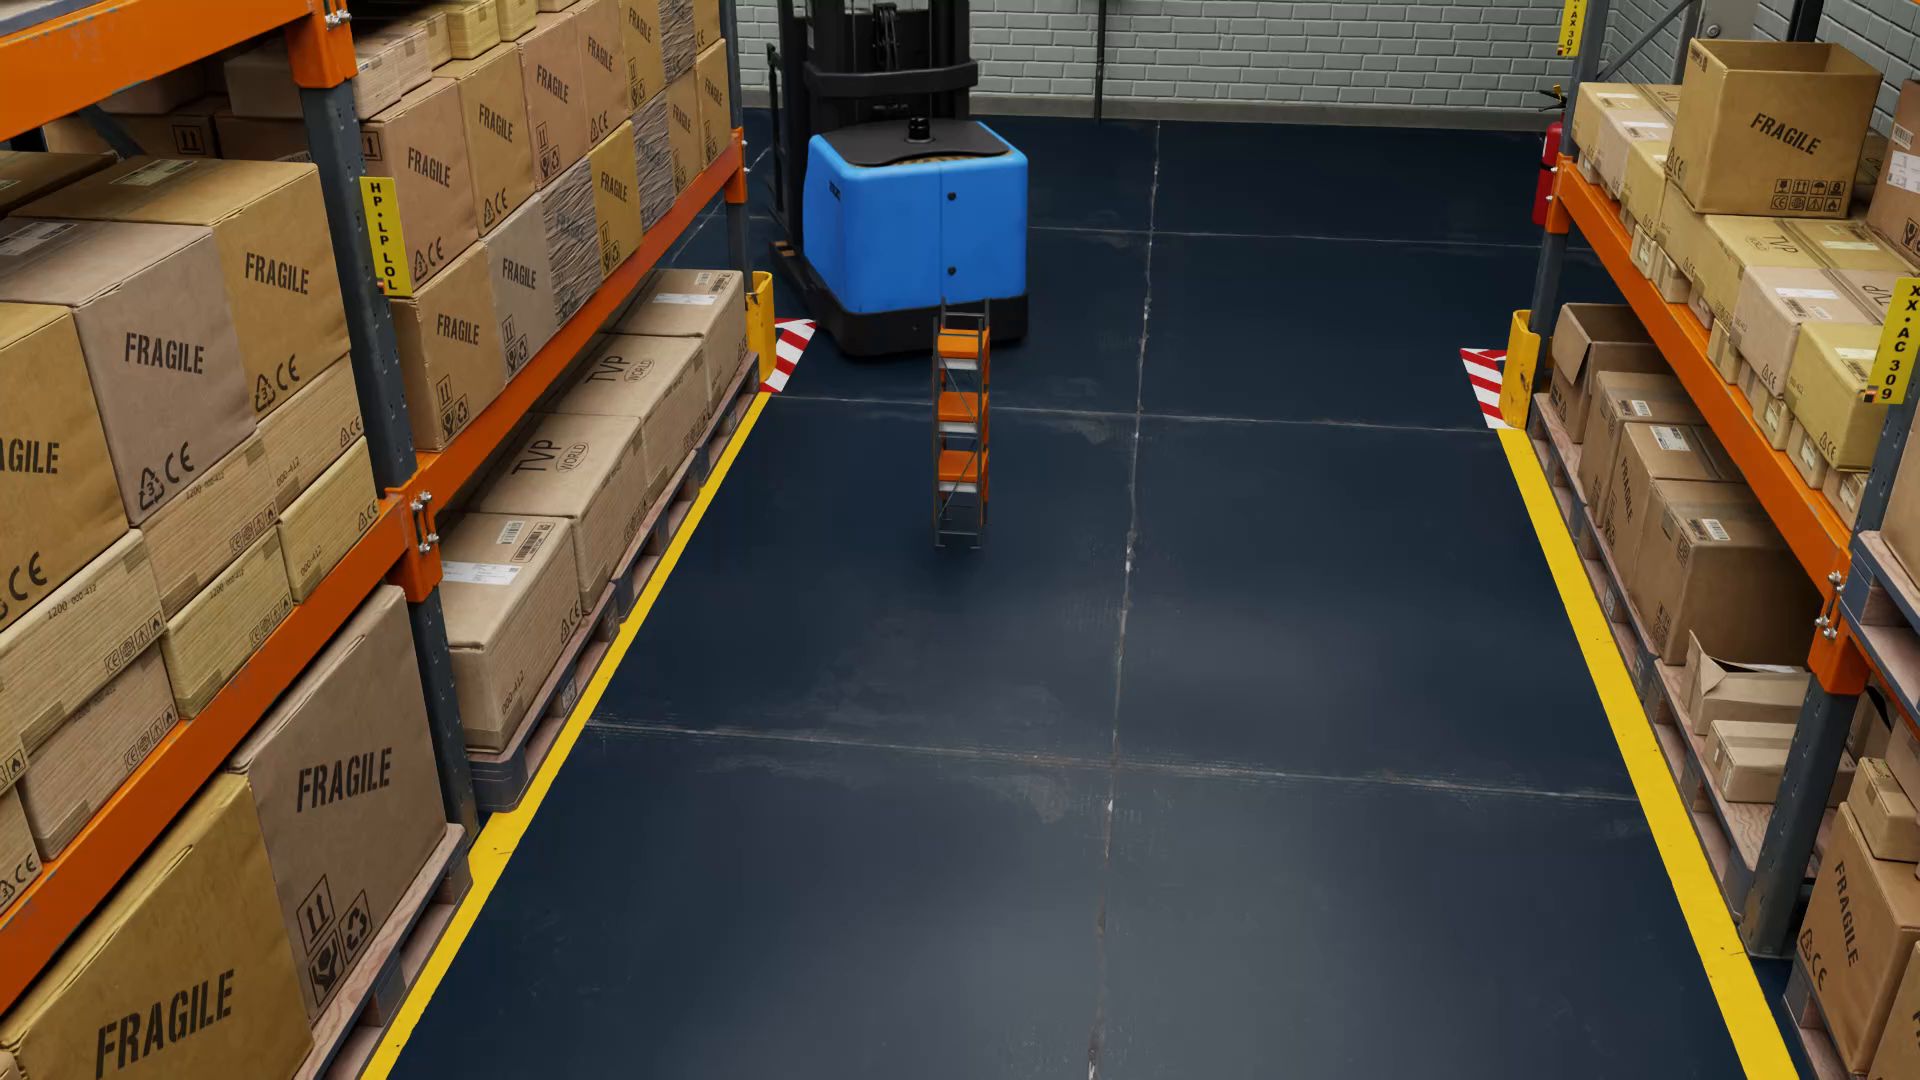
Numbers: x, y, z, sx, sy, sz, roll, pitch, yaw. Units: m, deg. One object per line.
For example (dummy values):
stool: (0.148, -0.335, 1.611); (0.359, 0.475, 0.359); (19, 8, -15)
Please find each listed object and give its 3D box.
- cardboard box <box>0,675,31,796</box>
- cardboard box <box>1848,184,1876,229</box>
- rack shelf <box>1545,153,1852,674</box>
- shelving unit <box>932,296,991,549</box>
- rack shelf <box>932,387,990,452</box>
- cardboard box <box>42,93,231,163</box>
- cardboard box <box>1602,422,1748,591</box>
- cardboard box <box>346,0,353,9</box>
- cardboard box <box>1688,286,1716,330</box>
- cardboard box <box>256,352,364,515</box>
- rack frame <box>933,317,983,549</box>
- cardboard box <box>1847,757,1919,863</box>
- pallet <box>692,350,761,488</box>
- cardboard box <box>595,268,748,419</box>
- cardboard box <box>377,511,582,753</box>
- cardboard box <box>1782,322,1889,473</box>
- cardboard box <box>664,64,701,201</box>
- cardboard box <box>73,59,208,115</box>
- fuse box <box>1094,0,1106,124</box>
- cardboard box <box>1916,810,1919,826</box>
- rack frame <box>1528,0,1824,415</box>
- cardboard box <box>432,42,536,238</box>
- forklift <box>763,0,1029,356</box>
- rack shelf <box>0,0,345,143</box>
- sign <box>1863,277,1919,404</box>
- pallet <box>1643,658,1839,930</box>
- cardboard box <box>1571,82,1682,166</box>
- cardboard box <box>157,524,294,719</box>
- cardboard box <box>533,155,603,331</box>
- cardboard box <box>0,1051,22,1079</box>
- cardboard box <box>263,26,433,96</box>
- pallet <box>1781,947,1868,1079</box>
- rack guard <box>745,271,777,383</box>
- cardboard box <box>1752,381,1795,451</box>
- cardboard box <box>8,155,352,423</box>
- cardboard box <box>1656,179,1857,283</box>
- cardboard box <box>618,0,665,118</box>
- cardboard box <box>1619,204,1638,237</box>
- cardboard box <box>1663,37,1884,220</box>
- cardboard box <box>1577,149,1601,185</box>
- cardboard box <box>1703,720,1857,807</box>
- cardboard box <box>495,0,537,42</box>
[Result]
cardboard box: (-2.050, 0.426, 2.927); (0.500, 0.250, 0.500); (4, 29, 7)
cardboard box: (3.350, -1.071, 5.919); (0.500, 0.250, 0.500); (3, 28, 6)
rack shelf: (3.092, -0.701, 6.147); (1.077, 0.370, 4.000); (3, 28, 6)
shelving unit: (0.007, -0.487, 7.048); (0.215, 1.050, 0.252); (3, 28, 6)
rack shelf: (0.007, -0.478, 7.053); (0.215, 0.259, 0.240); (3, 28, 6)
cardboard box: (-2.296, -1.085, 4.943); (0.500, 0.500, 0.500); (3, 28, 6)
cardboard box: (2.860, -0.118, 6.499); (0.500, 0.500, 0.500); (4, 29, 7)
cardboard box: (-2.165, -1.651, 5.309); (0.380, 0.149, 0.250); (3, 28, 6)
cardboard box: (2.842, -0.856, 5.941); (0.380, 0.149, 0.250); (3, 28, 6)
cardboard box: (-1.893, -0.296, 4.267); (0.500, 0.250, 0.500); (3, 28, 6)
rack frame: (-0.008, -0.430, 6.941); (0.200, 1.050, 0.008); (3, 28, 6)
cardboard box: (2.539, 0.707, 4.284); (0.380, 0.149, 0.250); (5, 29, 9)
pallet: (-1.610, -0.637, 8.211); (1.003, 0.211, 1.213); (3, 28, 6)
cardboard box: (-1.572, -0.986, 8.177); (0.875, 0.438, 0.875); (2, 28, 4)
cardboard box: (-1.897, 0.291, 5.806); (0.875, 0.438, 0.875); (3, 28, 5)
cardboard box: (2.667, -0.395, 4.665); (0.500, 0.250, 0.500); (4, 29, 7)
cardboard box: (-1.463, -1.812, 7.346); (0.500, 0.500, 0.500); (3, 28, 5)
cardboard box: (-2.358, -1.296, 4.650); (0.380, 0.149, 0.250); (3, 28, 5)
fuse box: (1.145, -4.144, 13.137); (0.539, 1.711, 0.414); (3, 28, 6)
cardboard box: (2.554, 0.701, 3.981); (0.380, 0.149, 0.250); (2, 28, 4)
rack frame: (3.337, -1.959, 7.724); (1.000, 3.000, 0.127); (3, 28, 6)
cardboard box: (-1.713, -1.295, 5.331); (0.500, 0.500, 0.500); (3, 28, 6)
forklift: (-0.560, -2.960, 9.654); (1.130, 2.935, 3.031); (-9, 30, -16)
rack shelf: (-2.325, -0.426, 2.473); (1.077, 0.370, 4.000); (3, 28, 6)
sign: (2.307, -0.485, 4.076); (0.100, 0.325, 0.005); (3, 28, 6)
pallet: (2.932, 0.828, 5.491); (1.003, 0.211, 1.213); (3, 28, 6)
cardboard box: (3.014, -1.826, 7.322); (0.500, 0.250, 0.500); (4, 29, 6)
cardboard box: (-1.949, 0.168, 3.933); (0.500, 0.250, 0.500); (3, 28, 5)
cardboard box: (-1.630, -1.083, 5.993); (0.500, 0.500, 0.500); (4, 29, 7)
cardboard box: (-2.290, 1.530, 3.044); (0.875, 0.875, 0.875); (4, 29, 7)
cardboard box: (-1.769, -1.388, 4.820); (0.380, 0.149, 0.250); (4, 29, 7)
pallet: (2.784, 1.536, 4.176); (1.003, 0.211, 1.213); (3, 28, 6)
rack guard: (-1.587, -1.157, 8.870); (1.175, 0.500, 0.348); (3, 28, 6)
cardboard box: (2.653, -0.378, 5.054); (0.380, 0.149, 0.250); (4, 29, 8)
cardboard box: (-1.886, -0.622, 4.083); (0.500, 0.500, 0.500); (4, 29, 8)
cardboard box: (2.852, -1.108, 5.989); (0.500, 0.250, 0.500); (3, 28, 5)
cardboard box: (-1.512, -2.009, 6.657); (0.500, 0.500, 0.500); (3, 28, 6)
cardboard box: (2.949, -1.346, 6.851); (0.380, 0.149, 0.250); (4, 29, 8)
cardboard box: (2.830, -1.450, 5.833); (0.500, 0.500, 0.500); (4, 29, 7)
cardboard box: (3.024, -1.710, 7.526); (0.380, 0.149, 0.250); (3, 28, 6)
cardboard box: (2.623, 0.714, 5.324); (0.380, 0.149, 0.250); (3, 28, 5)
cardboard box: (-1.626, -1.748, 5.488); (0.380, 0.149, 0.250); (3, 28, 5)
